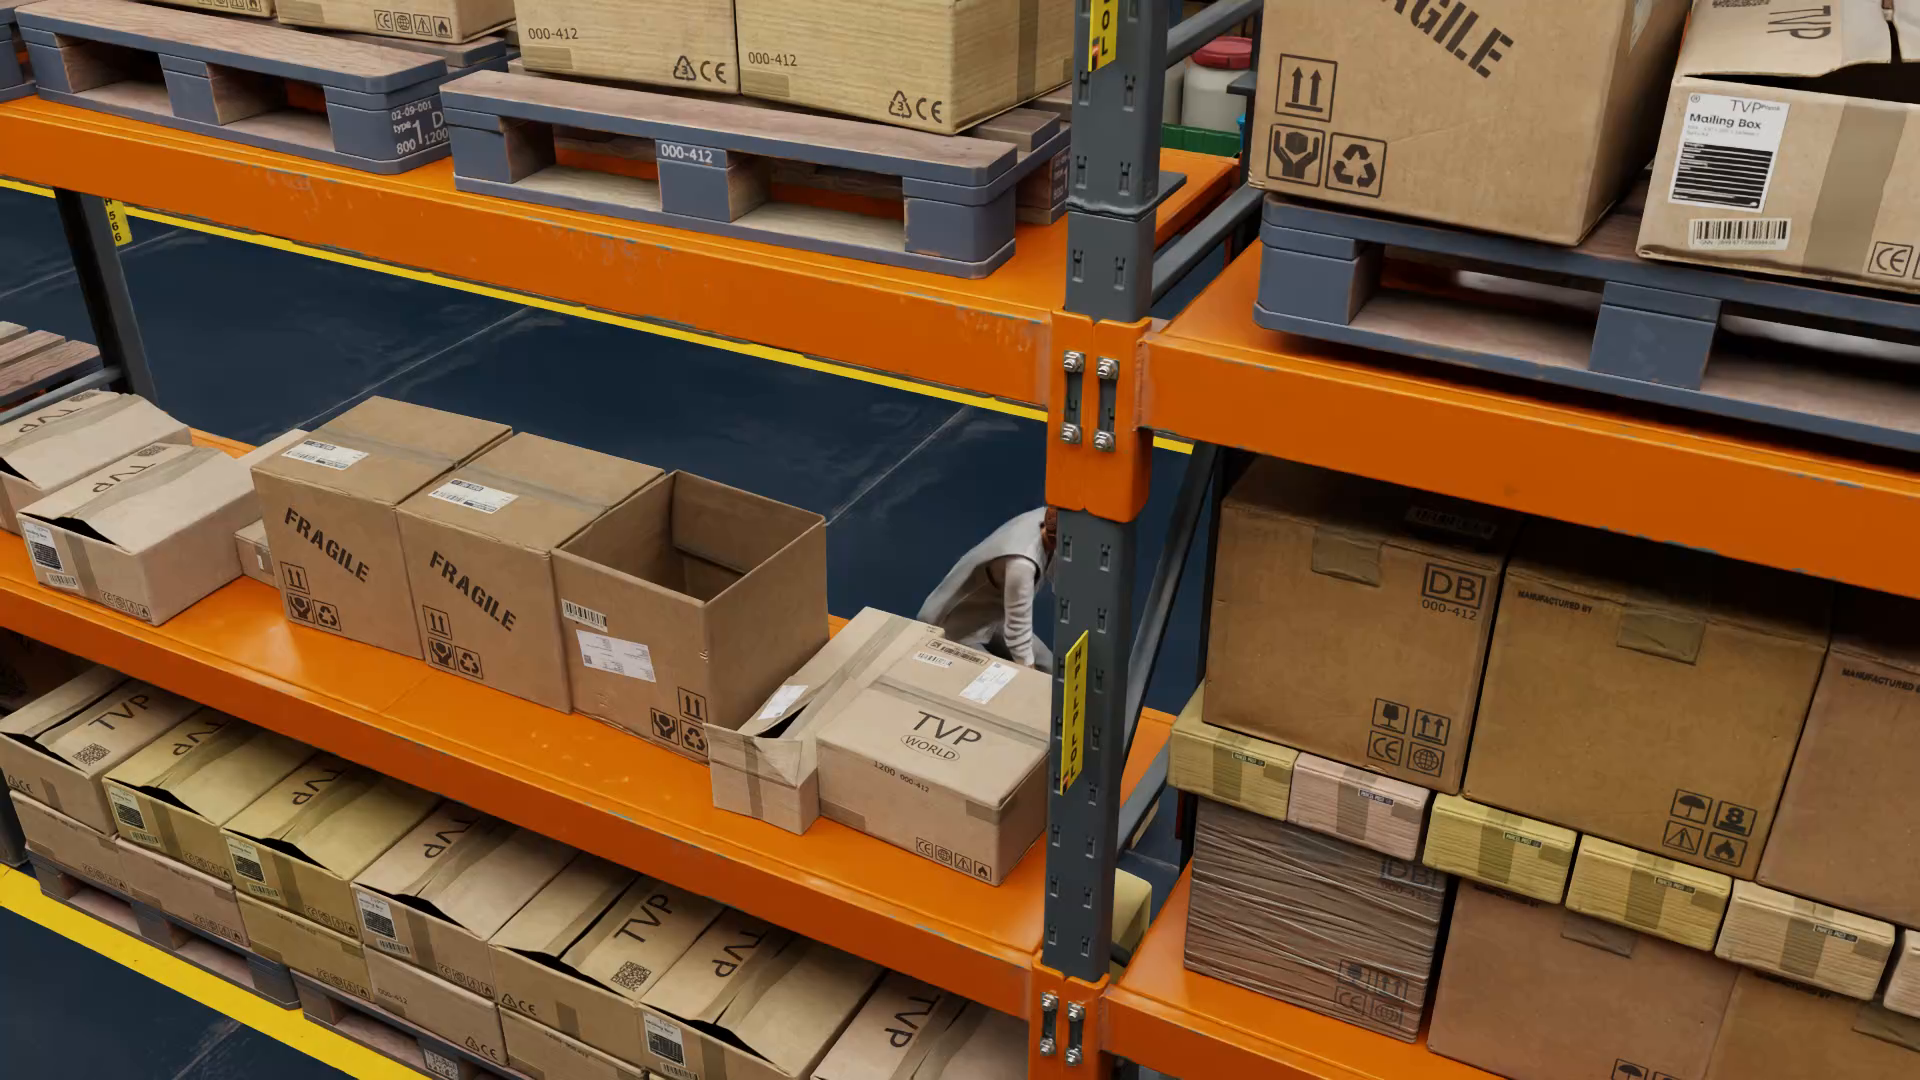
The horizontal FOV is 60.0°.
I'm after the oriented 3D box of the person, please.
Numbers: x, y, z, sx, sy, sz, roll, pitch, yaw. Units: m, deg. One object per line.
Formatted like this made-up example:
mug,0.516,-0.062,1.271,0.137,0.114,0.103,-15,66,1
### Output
person,0.190,0.355,5.866,0.673,1.270,0.463,15,34,24
